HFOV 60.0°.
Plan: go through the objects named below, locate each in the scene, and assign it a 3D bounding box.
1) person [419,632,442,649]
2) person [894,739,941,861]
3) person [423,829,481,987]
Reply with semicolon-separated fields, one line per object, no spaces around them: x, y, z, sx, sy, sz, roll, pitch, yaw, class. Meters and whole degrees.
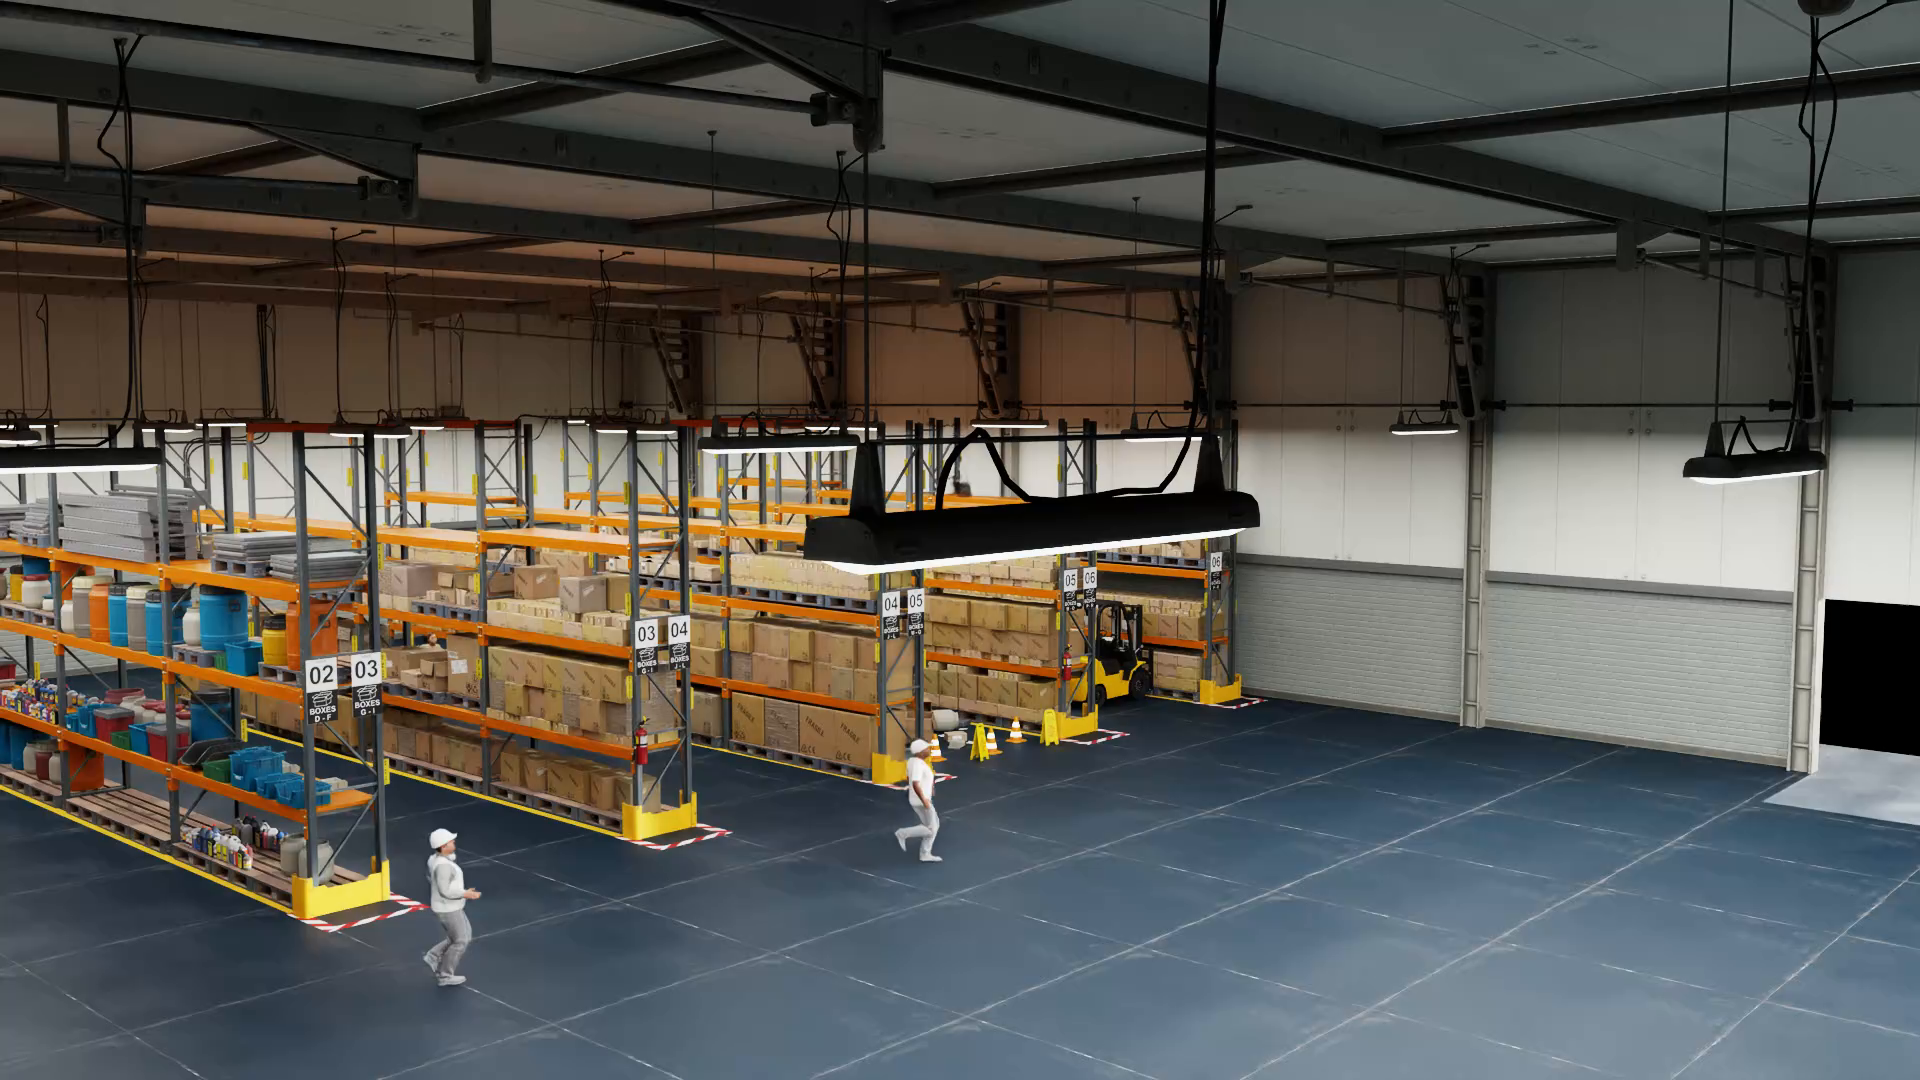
-10.877;2.711;34.177;1.008;1.664;0.599;4;6;43;person
-0.591;3.608;22.979;0.659;1.719;0.721;-1;5;-8;person
-5.542;3.985;18.109;0.597;1.724;0.654;-2;5;-23;person
